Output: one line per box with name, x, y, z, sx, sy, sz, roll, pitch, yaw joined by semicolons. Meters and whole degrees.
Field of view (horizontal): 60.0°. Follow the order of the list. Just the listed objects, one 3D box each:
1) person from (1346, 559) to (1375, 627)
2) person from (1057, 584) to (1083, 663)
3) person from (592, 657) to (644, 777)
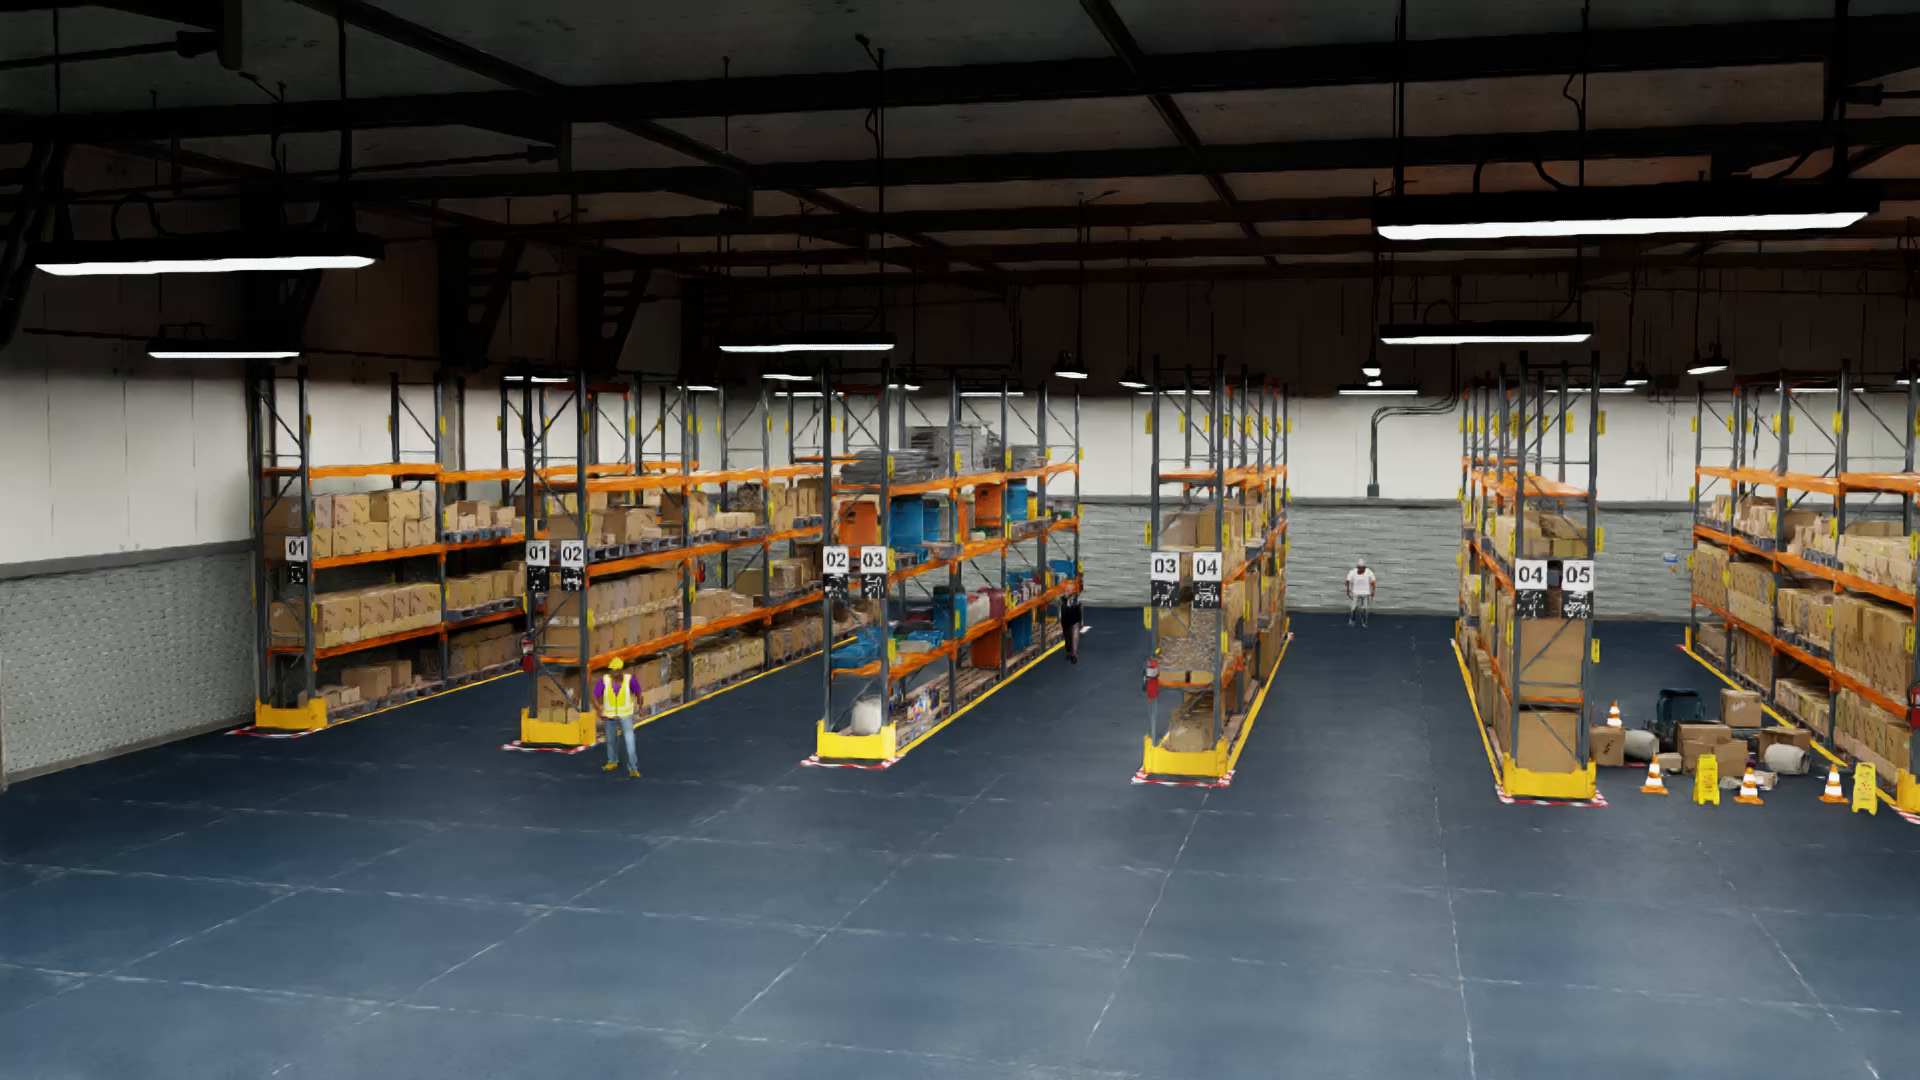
person;9.921;1.314;41.201;0.719;1.714;0.578;1;4;13
person;2.316;1.740;35.130;0.543;1.644;1.107;1;4;12
person;-4.886;2.507;23.806;0.710;1.704;0.835;0;4;-2
